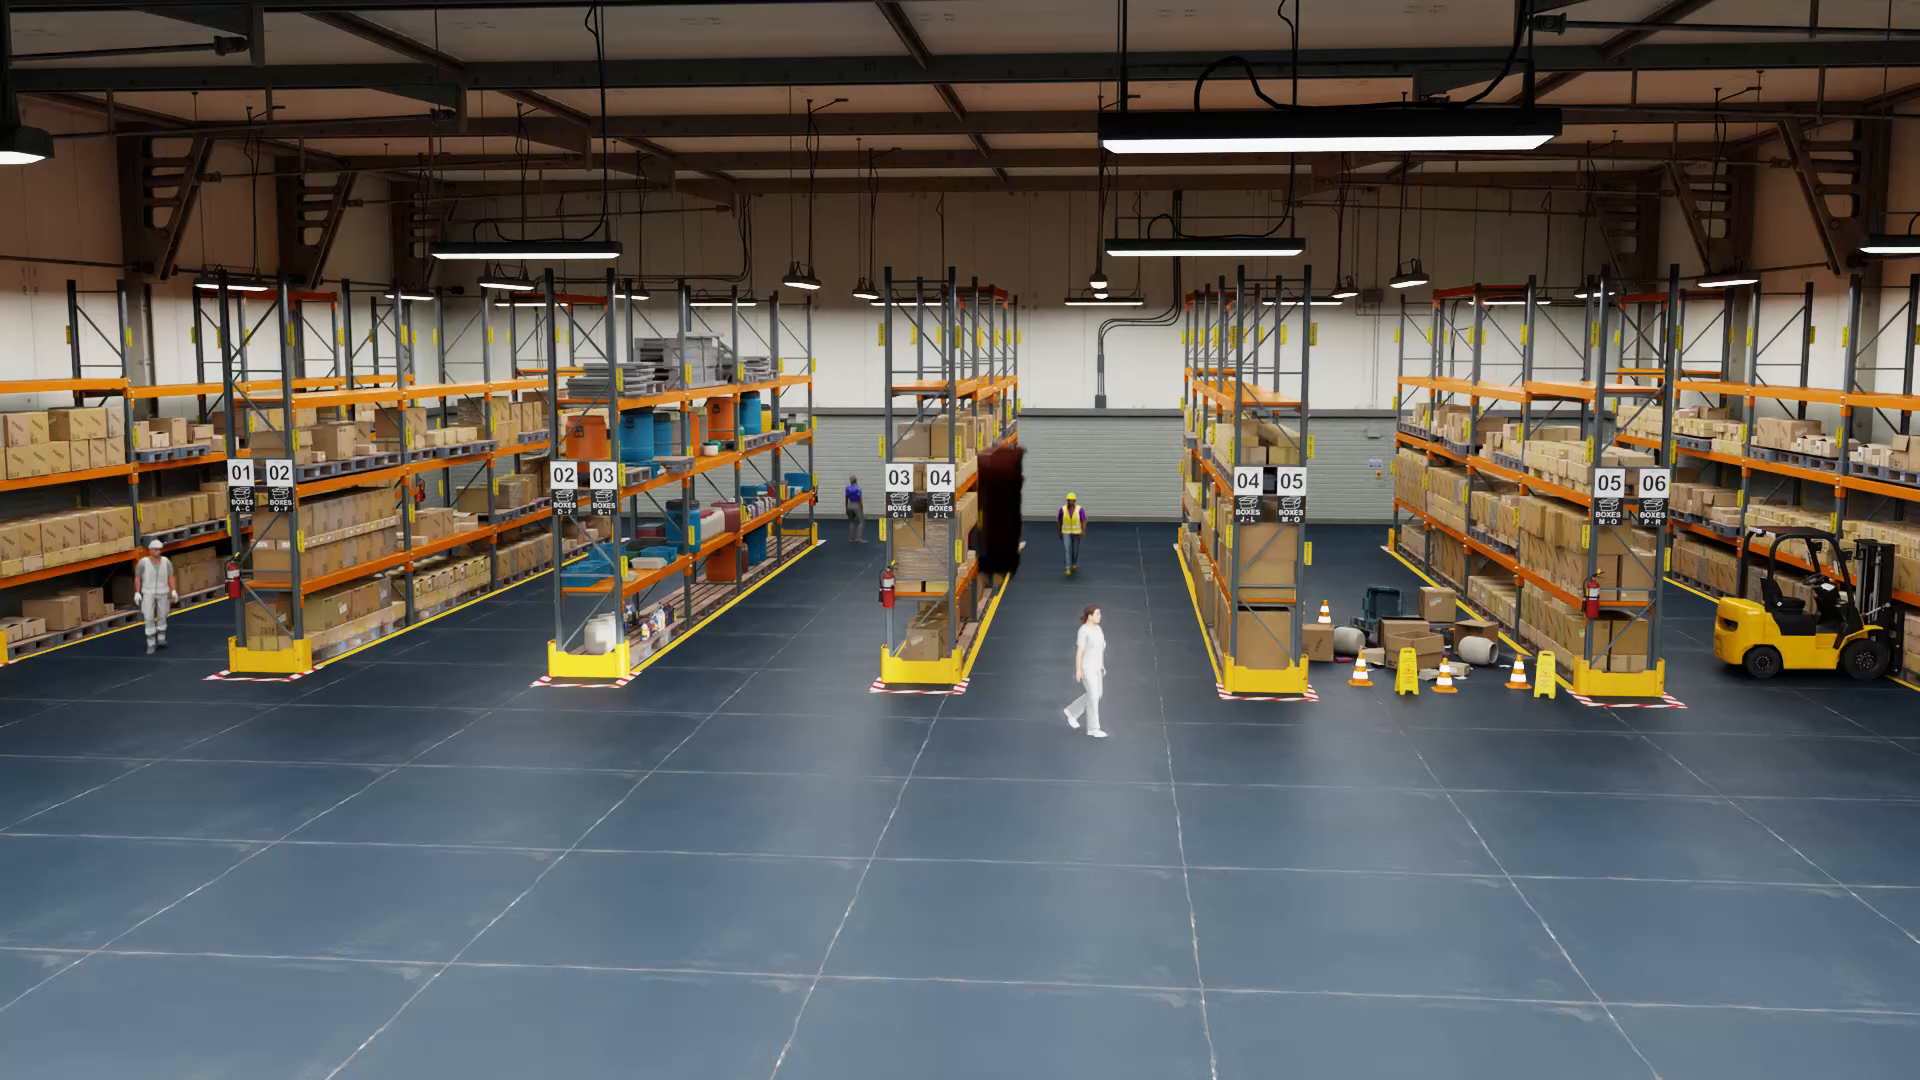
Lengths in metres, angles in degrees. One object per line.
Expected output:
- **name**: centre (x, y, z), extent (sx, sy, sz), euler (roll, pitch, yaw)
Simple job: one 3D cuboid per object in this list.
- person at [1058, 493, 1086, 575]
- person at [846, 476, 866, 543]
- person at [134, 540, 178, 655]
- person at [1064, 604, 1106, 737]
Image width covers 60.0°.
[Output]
- **person**: centre (2.376, -0.142, 35.289), extent (0.598, 1.708, 1.081), euler (0, 7, 3)
- **person**: centre (-2.562, -0.744, 40.652), extent (0.596, 1.656, 0.446), euler (4, 8, 27)
- **person**: centre (-12.915, 0.900, 26.704), extent (0.631, 1.820, 0.793), euler (-4, 8, -27)
- **person**: centre (1.609, 1.624, 21.092), extent (0.744, 1.657, 0.470), euler (5, 9, 35)
